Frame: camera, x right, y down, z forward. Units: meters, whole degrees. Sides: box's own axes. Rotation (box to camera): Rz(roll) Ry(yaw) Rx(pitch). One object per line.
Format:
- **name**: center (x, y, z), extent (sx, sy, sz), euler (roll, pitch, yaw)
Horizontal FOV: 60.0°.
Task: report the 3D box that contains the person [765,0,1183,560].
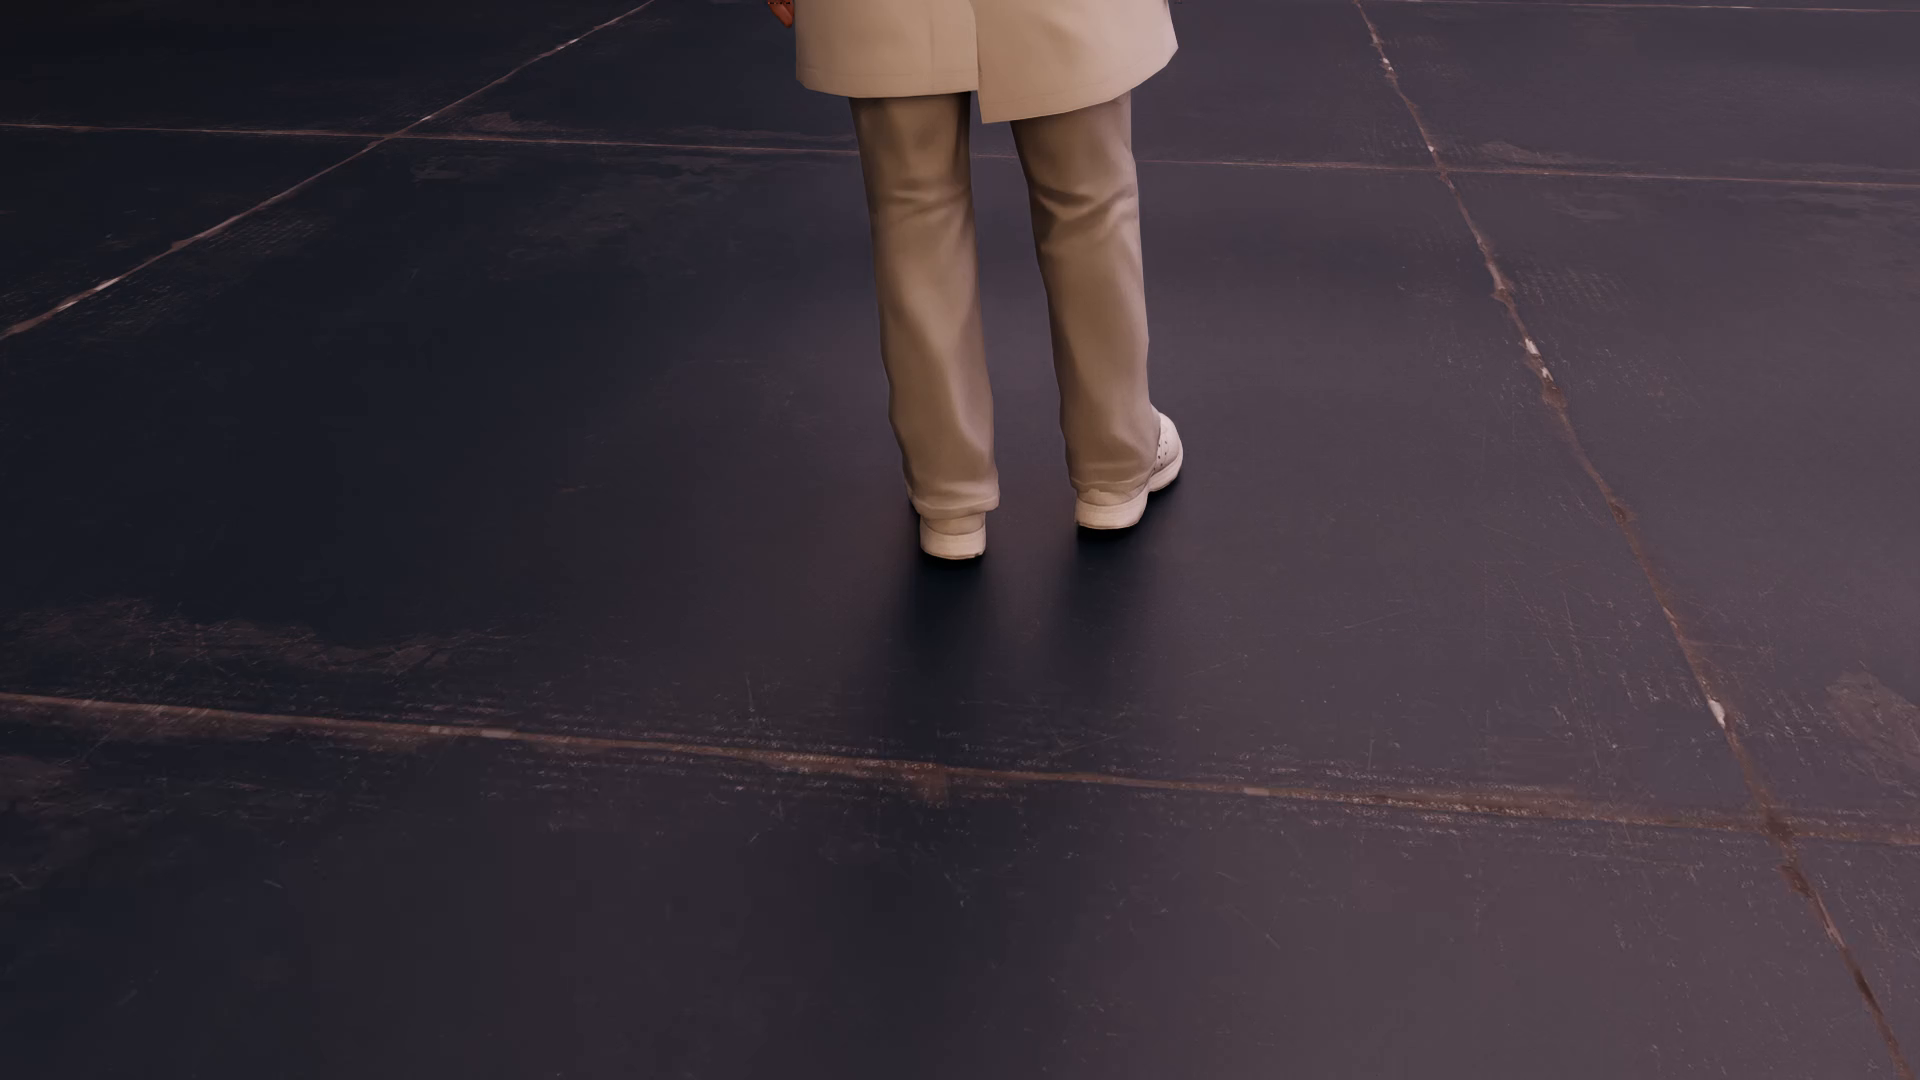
- **person**: center (0.016, -0.837, 2.184), extent (0.696, 1.766, 0.578), euler (3, 27, 7)
